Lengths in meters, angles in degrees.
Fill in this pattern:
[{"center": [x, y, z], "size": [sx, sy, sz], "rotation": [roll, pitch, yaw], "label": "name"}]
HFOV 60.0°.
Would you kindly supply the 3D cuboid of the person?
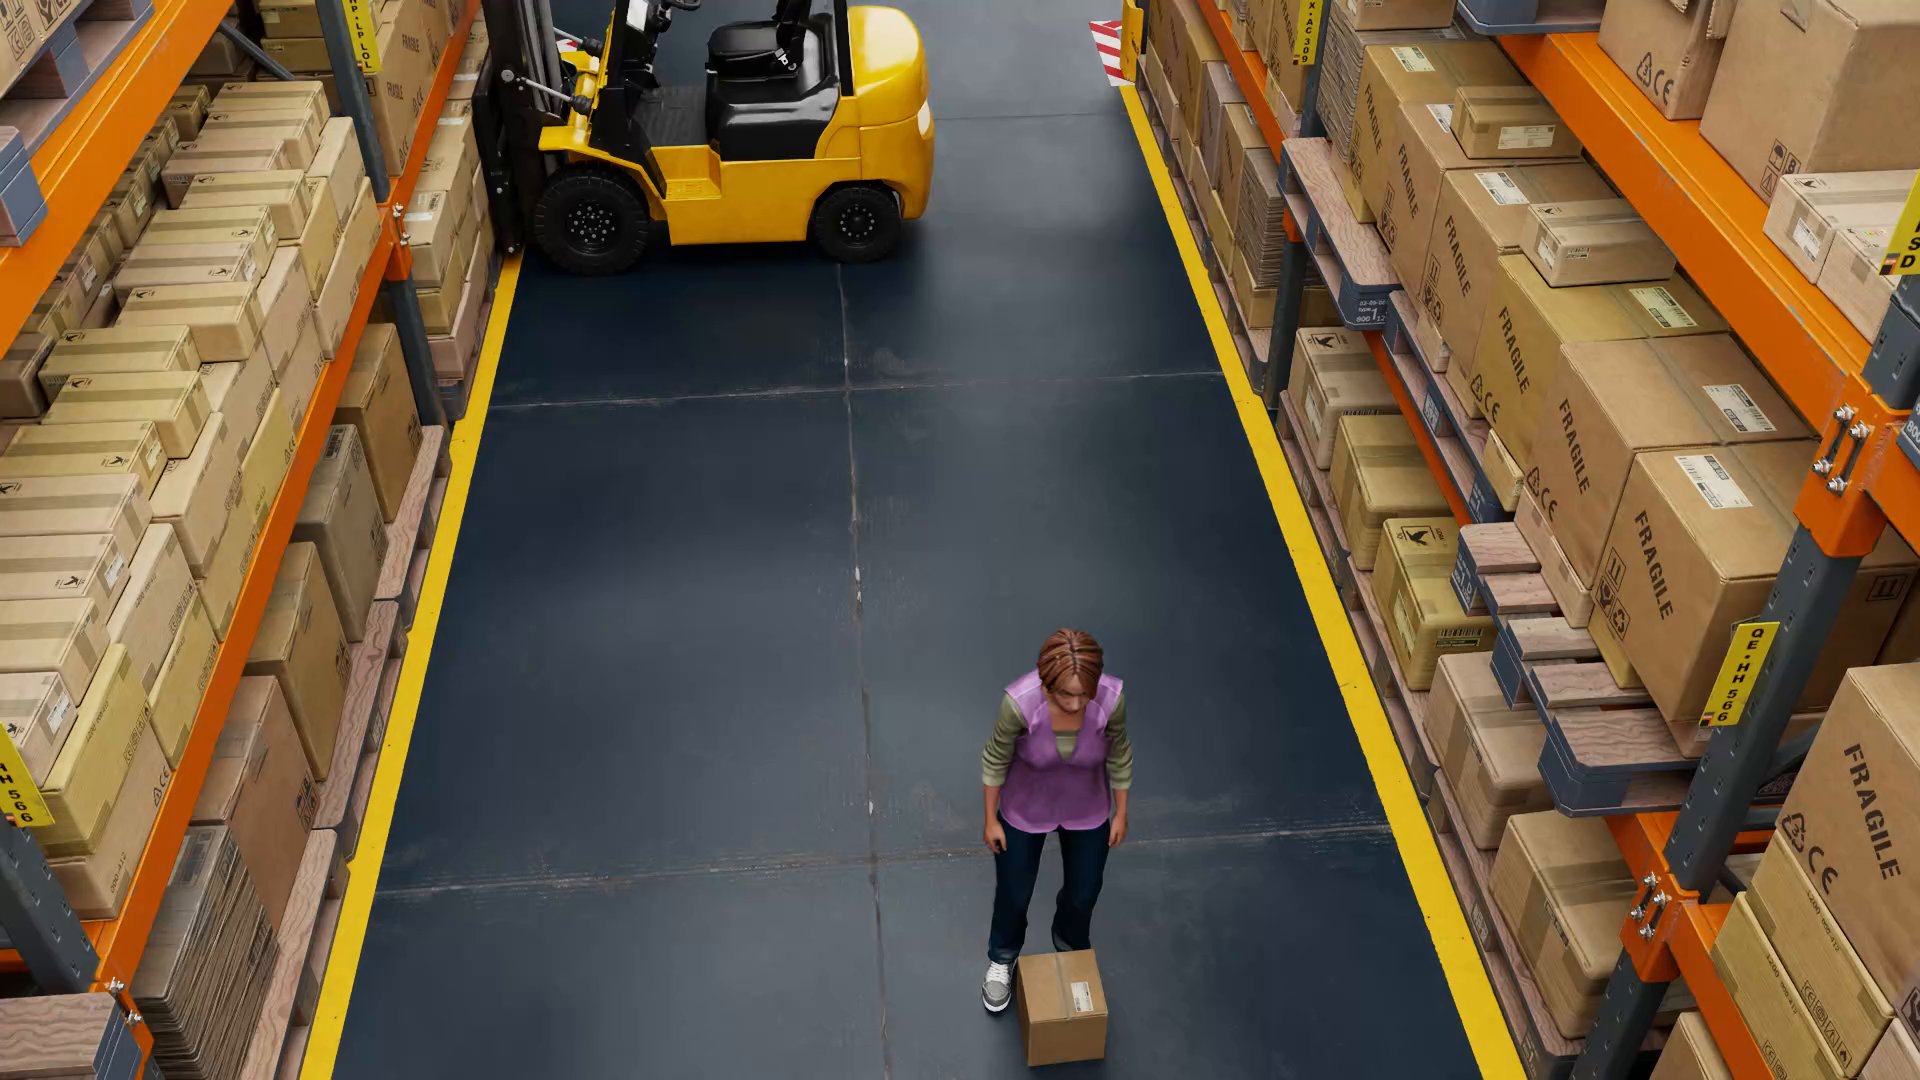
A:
[{"center": [0.296, 0.854, 5.133], "size": [0.460, 1.593, 0.367], "rotation": [-3, 40, -4], "label": "person"}]
